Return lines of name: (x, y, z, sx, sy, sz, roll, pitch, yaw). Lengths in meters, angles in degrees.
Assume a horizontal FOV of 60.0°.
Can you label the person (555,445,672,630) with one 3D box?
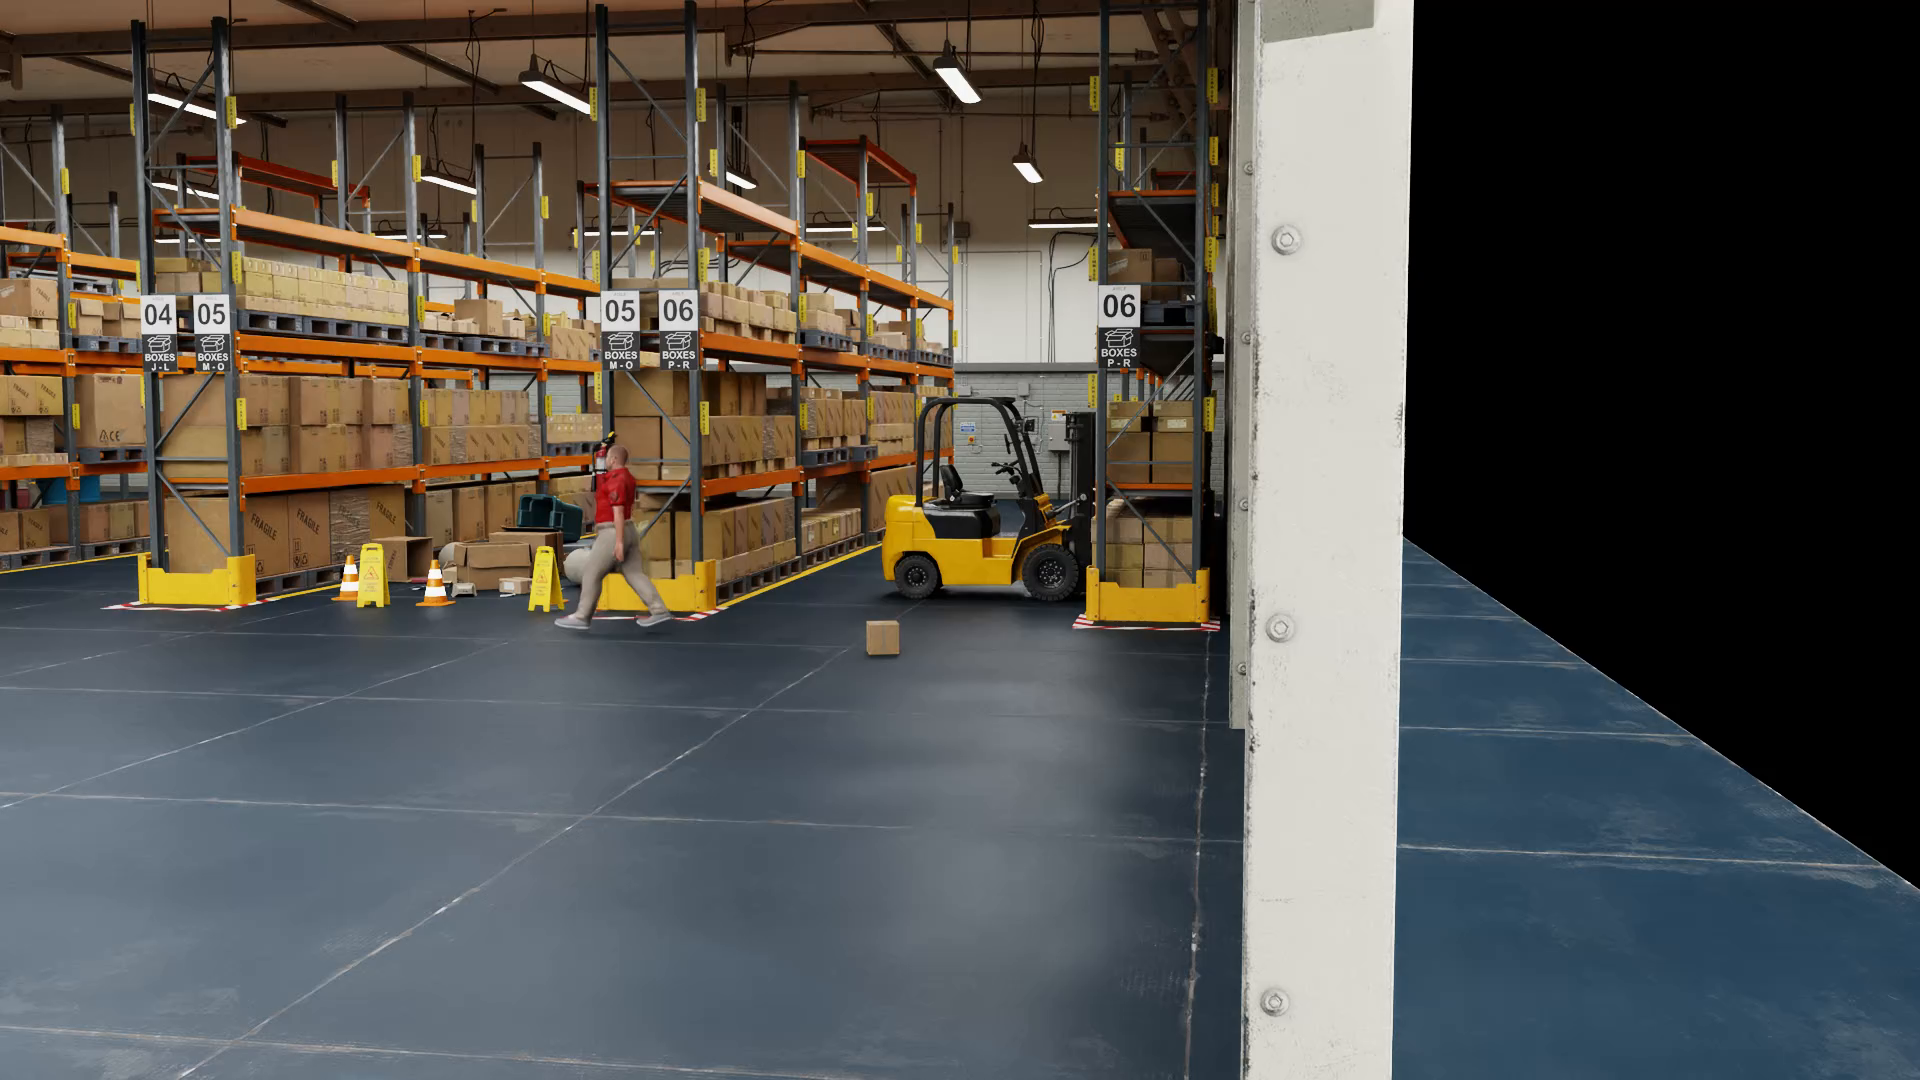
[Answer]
person: (-3.134, -0.024, 15.059, 1.052, 1.672, 0.575, 1, 5, 14)
